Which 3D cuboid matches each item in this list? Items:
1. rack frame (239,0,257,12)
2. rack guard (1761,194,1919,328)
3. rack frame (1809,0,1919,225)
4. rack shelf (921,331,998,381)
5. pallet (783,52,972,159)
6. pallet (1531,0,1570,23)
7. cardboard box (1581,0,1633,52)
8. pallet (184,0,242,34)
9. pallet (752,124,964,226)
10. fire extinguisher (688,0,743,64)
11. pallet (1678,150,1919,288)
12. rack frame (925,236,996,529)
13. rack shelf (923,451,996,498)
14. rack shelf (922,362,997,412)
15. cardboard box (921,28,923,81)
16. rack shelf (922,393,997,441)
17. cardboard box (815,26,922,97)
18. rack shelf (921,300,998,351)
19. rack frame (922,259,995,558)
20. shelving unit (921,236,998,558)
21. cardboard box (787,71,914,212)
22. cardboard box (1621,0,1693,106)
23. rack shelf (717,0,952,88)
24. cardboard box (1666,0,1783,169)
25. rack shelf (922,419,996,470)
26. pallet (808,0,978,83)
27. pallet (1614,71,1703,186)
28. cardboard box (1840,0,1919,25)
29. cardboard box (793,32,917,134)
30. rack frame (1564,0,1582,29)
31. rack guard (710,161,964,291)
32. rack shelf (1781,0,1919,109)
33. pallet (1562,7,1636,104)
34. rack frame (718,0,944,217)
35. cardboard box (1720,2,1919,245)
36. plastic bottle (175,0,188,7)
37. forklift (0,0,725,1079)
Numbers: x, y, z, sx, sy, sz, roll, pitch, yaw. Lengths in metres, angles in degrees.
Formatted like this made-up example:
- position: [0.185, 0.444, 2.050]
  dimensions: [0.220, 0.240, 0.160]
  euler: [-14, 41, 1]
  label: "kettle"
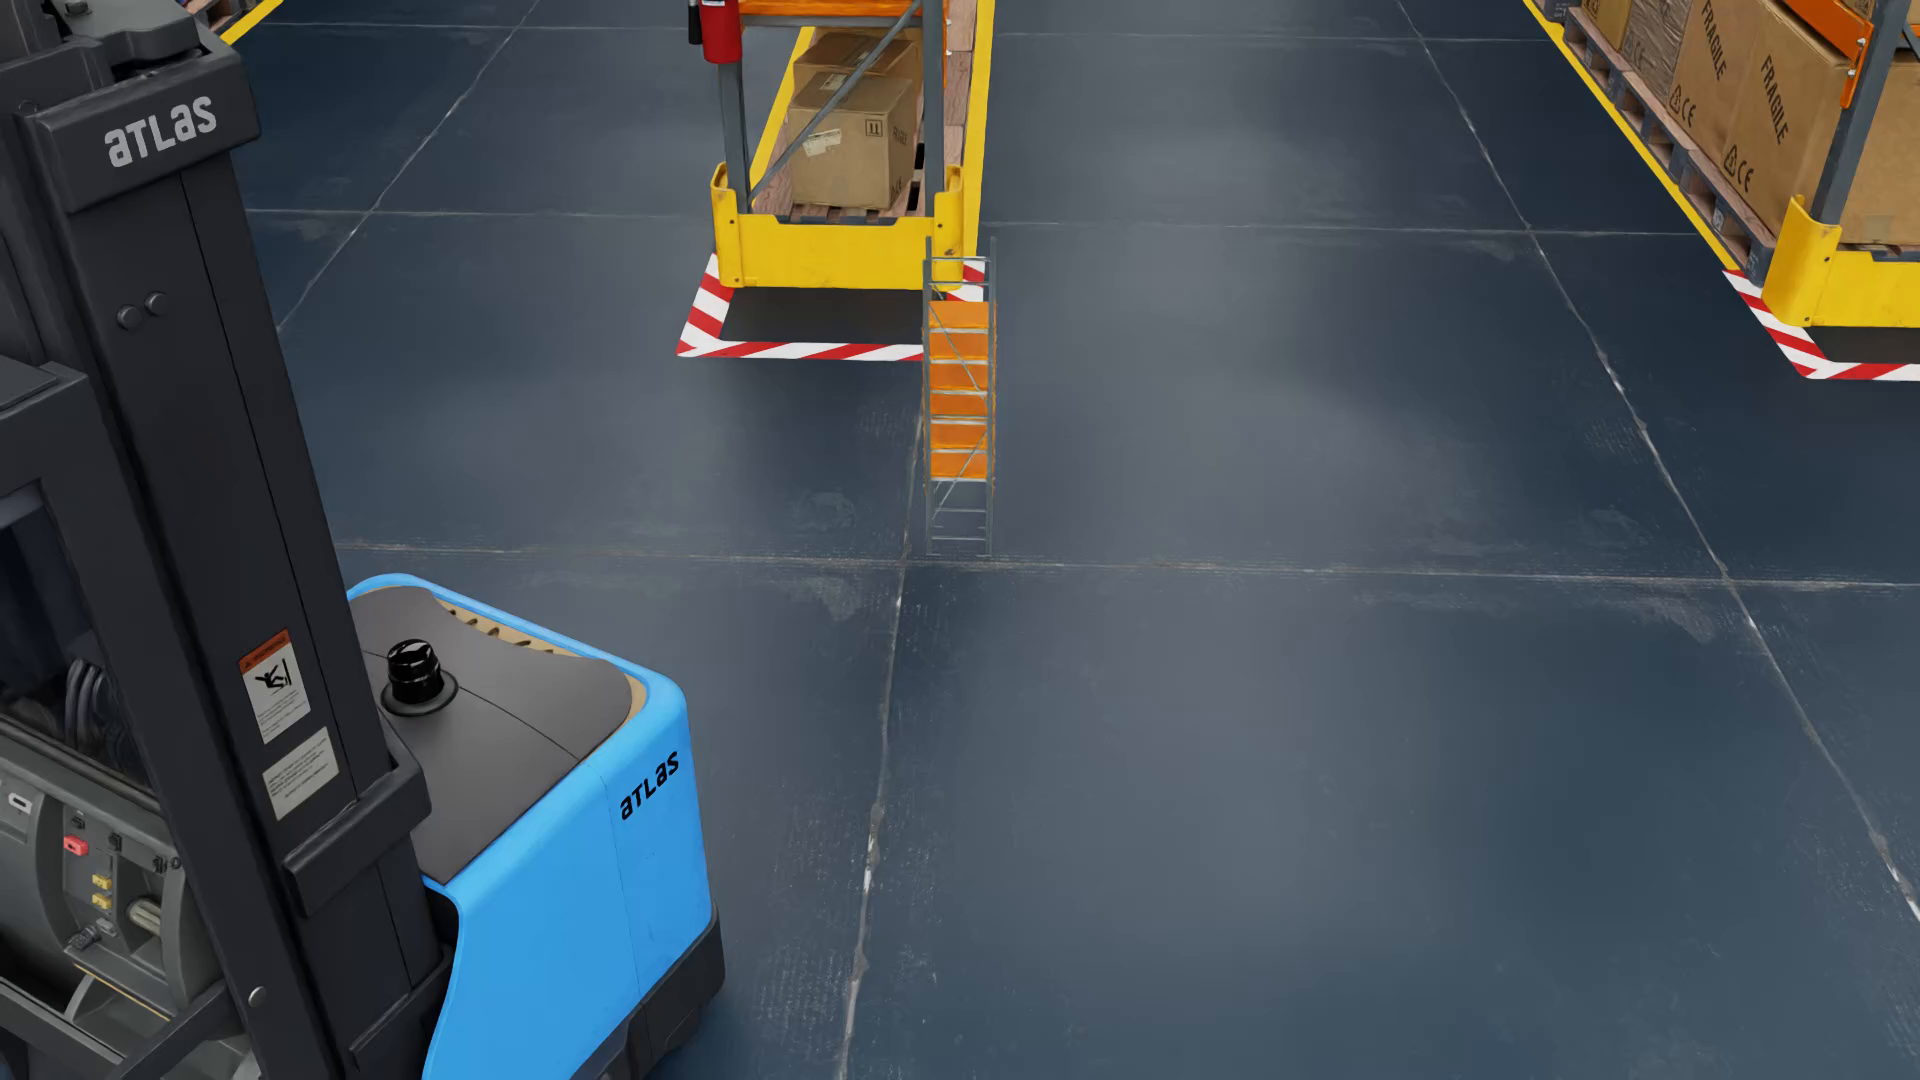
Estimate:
- position: [-5.364, -4.894, 10.605]
  dimensions: [1.000, 3.000, 0.127]
  euler: [1, 35, 2]
  label: "rack frame"
- position: [4.376, -1.273, 7.626]
  dimensions: [1.175, 0.500, 0.348]
  euler: [1, 35, 2]
  label: "rack guard"
- position: [4.377, -2.309, 6.927]
  dimensions: [1.000, 3.000, 0.127]
  euler: [1, 35, 2]
  label: "rack frame"
- position: [-0.001, -0.643, 5.781]
  dimensions: [0.258, 0.103, 0.180]
  euler: [1, 35, 2]
  label: "rack shelf"
- position: [-0.452, -2.550, 9.694]
  dimensions: [1.003, 0.211, 1.213]
  euler: [1, 35, 2]
  label: "pallet"
- position: [4.493, -3.912, 11.632]
  dimensions: [1.003, 0.211, 1.213]
  euler: [1, 35, 2]
  label: "pallet"
- position: [4.442, -3.550, 10.175]
  dimensions: [0.875, 0.875, 0.875]
  euler: [2, 35, 3]
  label: "cardboard box"
- position: [-5.432, -3.369, 10.860]
  dimensions: [1.003, 0.211, 1.213]
  euler: [1, 35, 2]
  label: "pallet"
- position: [-0.504, -1.851, 8.700]
  dimensions: [1.003, 0.211, 1.213]
  euler: [1, 35, 2]
  label: "pallet"
- position: [-1.040, -2.395, 7.116]
  dimensions: [0.296, 0.674, 0.183]
  euler: [1, 35, 2]
  label: "fire extinguisher"
- position: [4.331, -1.629, 8.385]
  dimensions: [1.003, 0.211, 1.213]
  euler: [1, 35, 2]
  label: "pallet"
- position: [0.003, -0.535, 5.968]
  dimensions: [0.240, 1.200, 0.006]
  euler: [1, 35, 2]
  label: "rack frame"
- position: [-0.001, -0.250, 6.057]
  dimensions: [0.258, 0.103, 0.180]
  euler: [1, 35, 2]
  label: "rack shelf"
- position: [-0.001, -0.544, 5.850]
  dimensions: [0.258, 0.103, 0.180]
  euler: [1, 35, 2]
  label: "rack shelf"
- position: [-0.432, -3.012, 9.736]
  dimensions: [0.500, 0.500, 0.500]
  euler: [-2, 35, -2]
  label: "cardboard box"
- position: [-0.001, -0.446, 5.919]
  dimensions: [0.258, 0.103, 0.180]
  euler: [1, 35, 2]
  label: "rack shelf"
- position: [-0.500, -2.693, 9.282]
  dimensions: [0.500, 0.500, 0.500]
  euler: [4, 35, 6]
  label: "cardboard box"
- position: [-0.001, -0.741, 5.712]
  dimensions: [0.258, 0.103, 0.180]
  euler: [1, 35, 2]
  label: "rack shelf"
- position: [-0.004, -0.430, 5.818]
  dimensions: [0.240, 1.200, 0.006]
  euler: [1, 35, 2]
  label: "rack frame"
- position: [-0.001, -0.483, 5.893]
  dimensions: [0.258, 1.200, 0.189]
  euler: [1, 35, 2]
  label: "shelving unit"
- position: [-0.533, -1.989, 8.281]
  dimensions: [0.500, 0.500, 0.500]
  euler: [8, 36, 11]
  label: "cardboard box"
- position: [4.410, -3.032, 9.438]
  dimensions: [0.875, 0.875, 0.875]
  euler: [2, 35, 2]
  label: "cardboard box"
- position: [-0.495, -3.337, 9.014]
  dimensions: [1.077, 0.370, 4.000]
  euler: [1, 35, 2]
  label: "rack shelf"
- position: [4.371, -2.508, 8.693]
  dimensions: [0.875, 0.875, 0.875]
  euler: [1, 35, 1]
  label: "cardboard box"
- position: [-0.001, -0.348, 5.988]
  dimensions: [0.258, 0.103, 0.180]
  euler: [1, 35, 2]
  label: "rack shelf"
- position: [-0.406, -3.252, 10.694]
  dimensions: [1.003, 0.211, 1.213]
  euler: [1, 35, 2]
  label: "pallet"
- position: [4.382, -2.329, 9.380]
  dimensions: [1.003, 0.211, 1.213]
  euler: [1, 35, 2]
  label: "pallet"
- position: [4.346, -2.585, 7.189]
  dimensions: [0.875, 0.550, 0.550]
  euler: [1, 35, 2]
  label: "cardboard box"
- position: [-0.544, -2.334, 8.770]
  dimensions: [0.500, 0.500, 0.500]
  euler: [10, 36, 14]
  label: "cardboard box"
- position: [4.537, -4.607, 10.197]
  dimensions: [1.000, 3.000, 0.127]
  euler: [1, 35, 2]
  label: "rack frame"
- position: [-0.572, -1.503, 7.954]
  dimensions: [1.175, 0.500, 0.348]
  euler: [1, 35, 2]
  label: "rack guard"
- position: [4.457, -3.164, 8.769]
  dimensions: [1.077, 0.370, 4.000]
  euler: [1, 35, 2]
  label: "rack shelf"
- position: [4.429, -3.031, 10.380]
  dimensions: [1.003, 0.211, 1.213]
  euler: [1, 35, 2]
  label: "pallet"
- position: [-0.575, -2.482, 7.173]
  dimensions: [1.000, 3.000, 0.127]
  euler: [1, 35, 2]
  label: "rack frame"
- position: [4.338, -2.003, 7.974]
  dimensions: [0.875, 0.875, 0.875]
  euler: [2, 35, 2]
  label: "cardboard box"
- position: [-5.101, -3.614, 10.705]
  dimensions: [0.144, 0.351, 0.185]
  euler: [0, 35, 1]
  label: "plastic bottle"
- position: [-1.796, 0.615, 2.826]
  dimensions: [1.130, 2.935, 3.031]
  euler: [18, 39, 24]
  label: "forklift"
